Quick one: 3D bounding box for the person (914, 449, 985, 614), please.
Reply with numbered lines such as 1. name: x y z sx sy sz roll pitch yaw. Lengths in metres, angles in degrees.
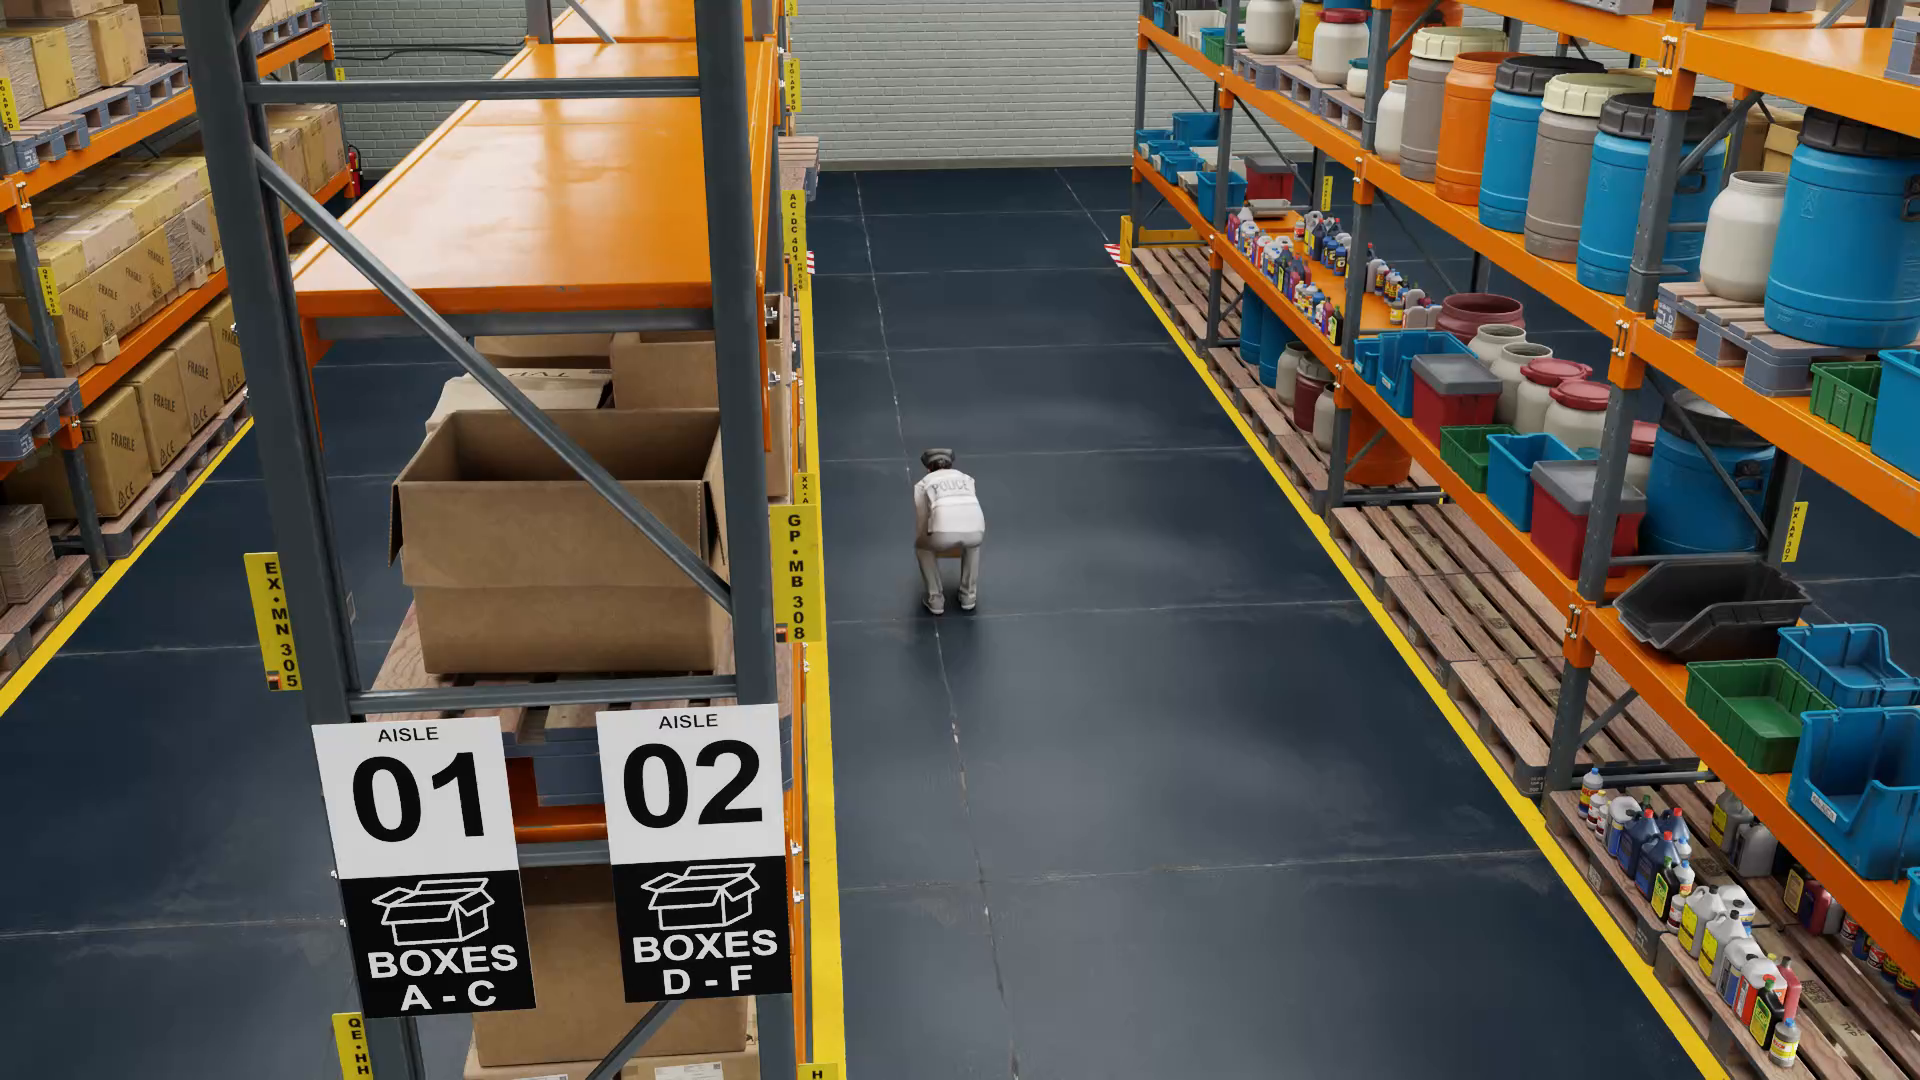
1. person: -0.083 -0.058 11.283 0.462 0.983 0.911 -4 24 -8
